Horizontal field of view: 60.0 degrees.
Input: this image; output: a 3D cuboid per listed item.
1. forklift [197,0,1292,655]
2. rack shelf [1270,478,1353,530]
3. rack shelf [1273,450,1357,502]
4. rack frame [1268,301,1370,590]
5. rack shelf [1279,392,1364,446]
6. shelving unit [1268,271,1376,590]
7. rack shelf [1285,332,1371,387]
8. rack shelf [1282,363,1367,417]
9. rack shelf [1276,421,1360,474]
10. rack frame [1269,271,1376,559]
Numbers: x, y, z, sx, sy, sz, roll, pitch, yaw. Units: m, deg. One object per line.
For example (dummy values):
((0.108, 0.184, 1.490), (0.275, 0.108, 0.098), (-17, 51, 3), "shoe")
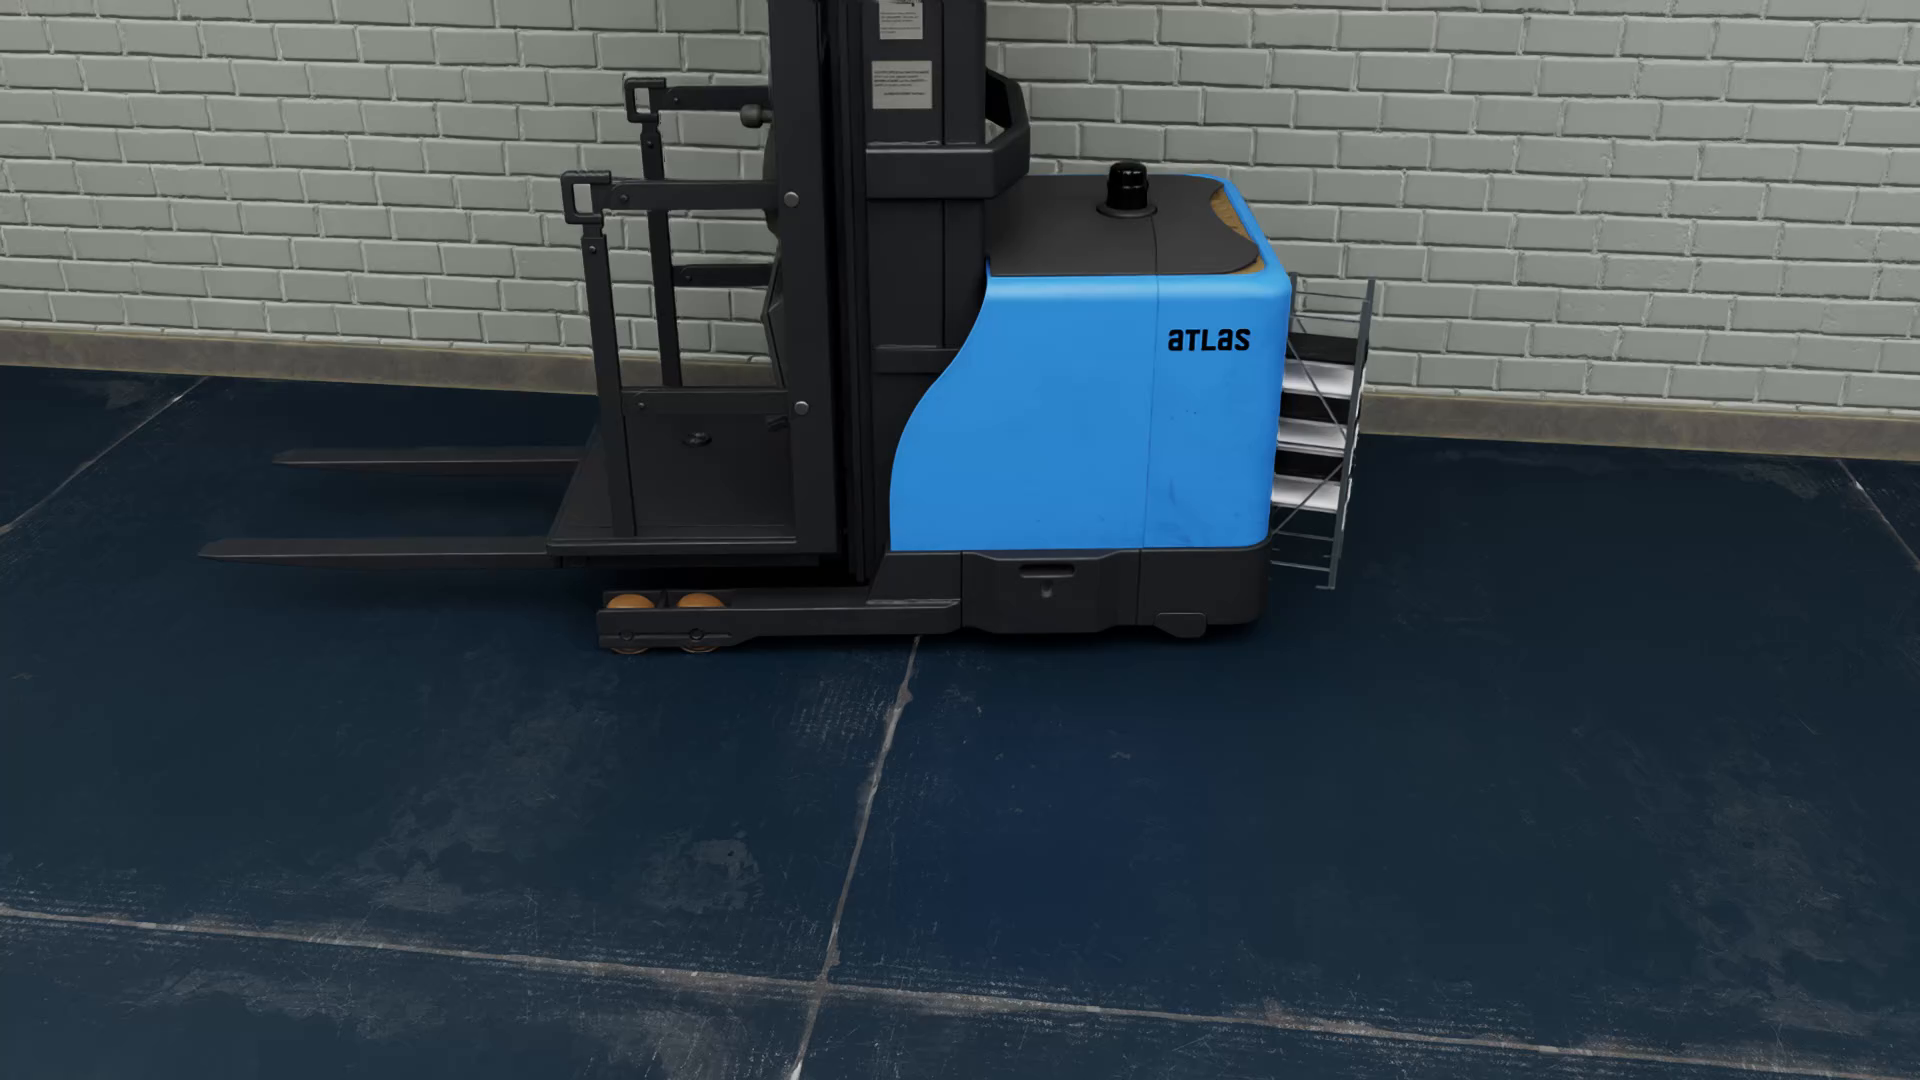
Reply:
((-0.654, -1.224, 4.432), (3.031, 2.935, 1.130), (-1, 28, -1), "forklift")
((1.035, -0.124, 4.977), (0.258, 0.077, 0.200), (8, 28, 15), "rack shelf")
((1.035, -0.204, 4.935), (0.258, 0.077, 0.200), (8, 28, 15), "rack shelf")
((1.007, -0.269, 4.792), (0.240, 0.900, 0.006), (8, 28, 15), "rack frame")
((1.036, -0.364, 4.853), (0.258, 0.077, 0.200), (8, 28, 15), "rack shelf")
((1.036, -0.313, 4.879), (0.258, 0.900, 0.210), (8, 28, 15), "shelving unit")
((1.037, -0.524, 4.770), (0.258, 0.077, 0.200), (8, 28, 15), "rack shelf")
((1.037, -0.444, 4.812), (0.258, 0.077, 0.200), (8, 28, 15), "rack shelf")
((1.036, -0.284, 4.894), (0.258, 0.077, 0.200), (8, 28, 15), "rack shelf")
((1.065, -0.358, 4.965), (0.240, 0.900, 0.006), (8, 28, 15), "rack frame")
